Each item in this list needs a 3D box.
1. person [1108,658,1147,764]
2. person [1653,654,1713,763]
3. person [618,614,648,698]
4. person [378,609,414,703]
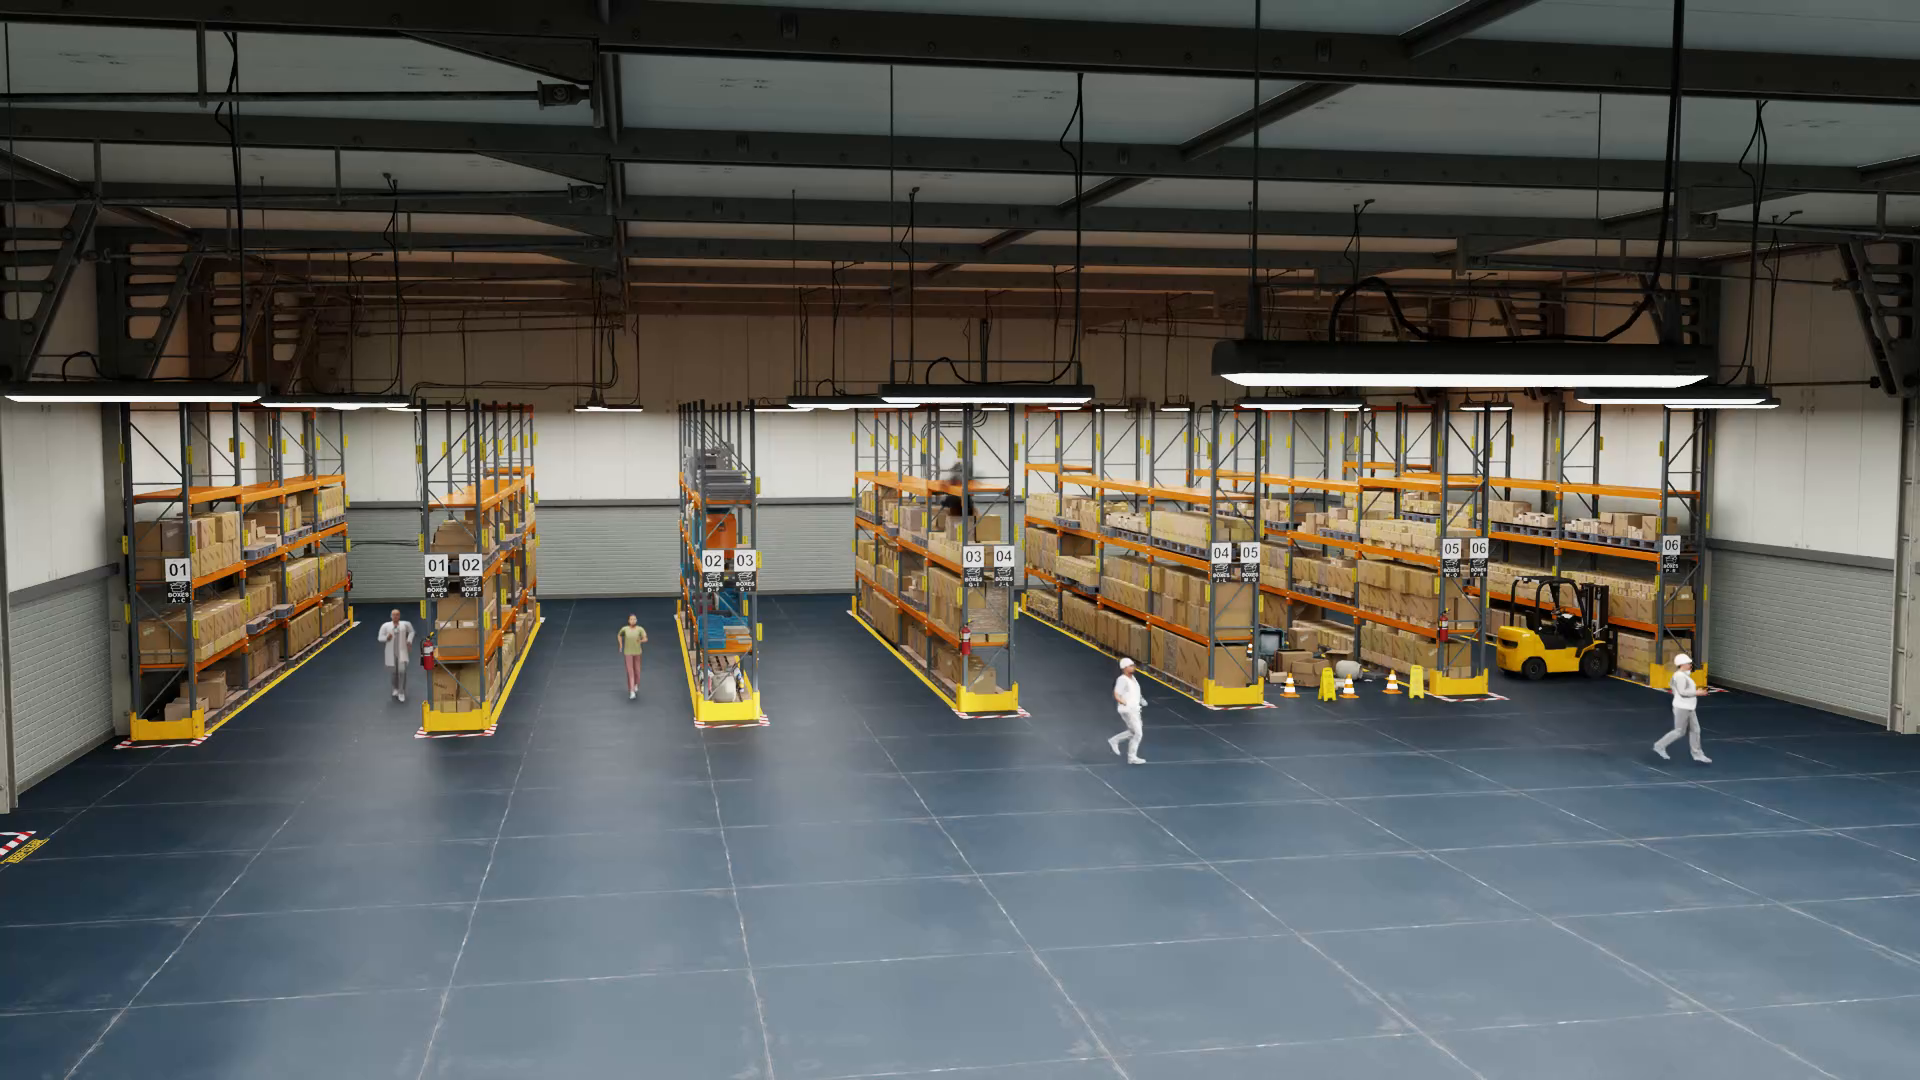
[{"bbox_3d":[2.729,2.797,27.286,0.675,1.735,0.685,2,5,22],"label":"person"},{"bbox_3d":[11.861,2.750,27.229,0.906,1.766,0.661,2,5,29],"label":"person"},{"bbox_3d":[-6.629,2.317,33.741,0.573,1.659,0.964,-1,5,-17],"label":"person"},{"bbox_3d":[-11.315,2.303,33.393,0.685,1.831,0.831,-1,4,-16],"label":"person"}]
